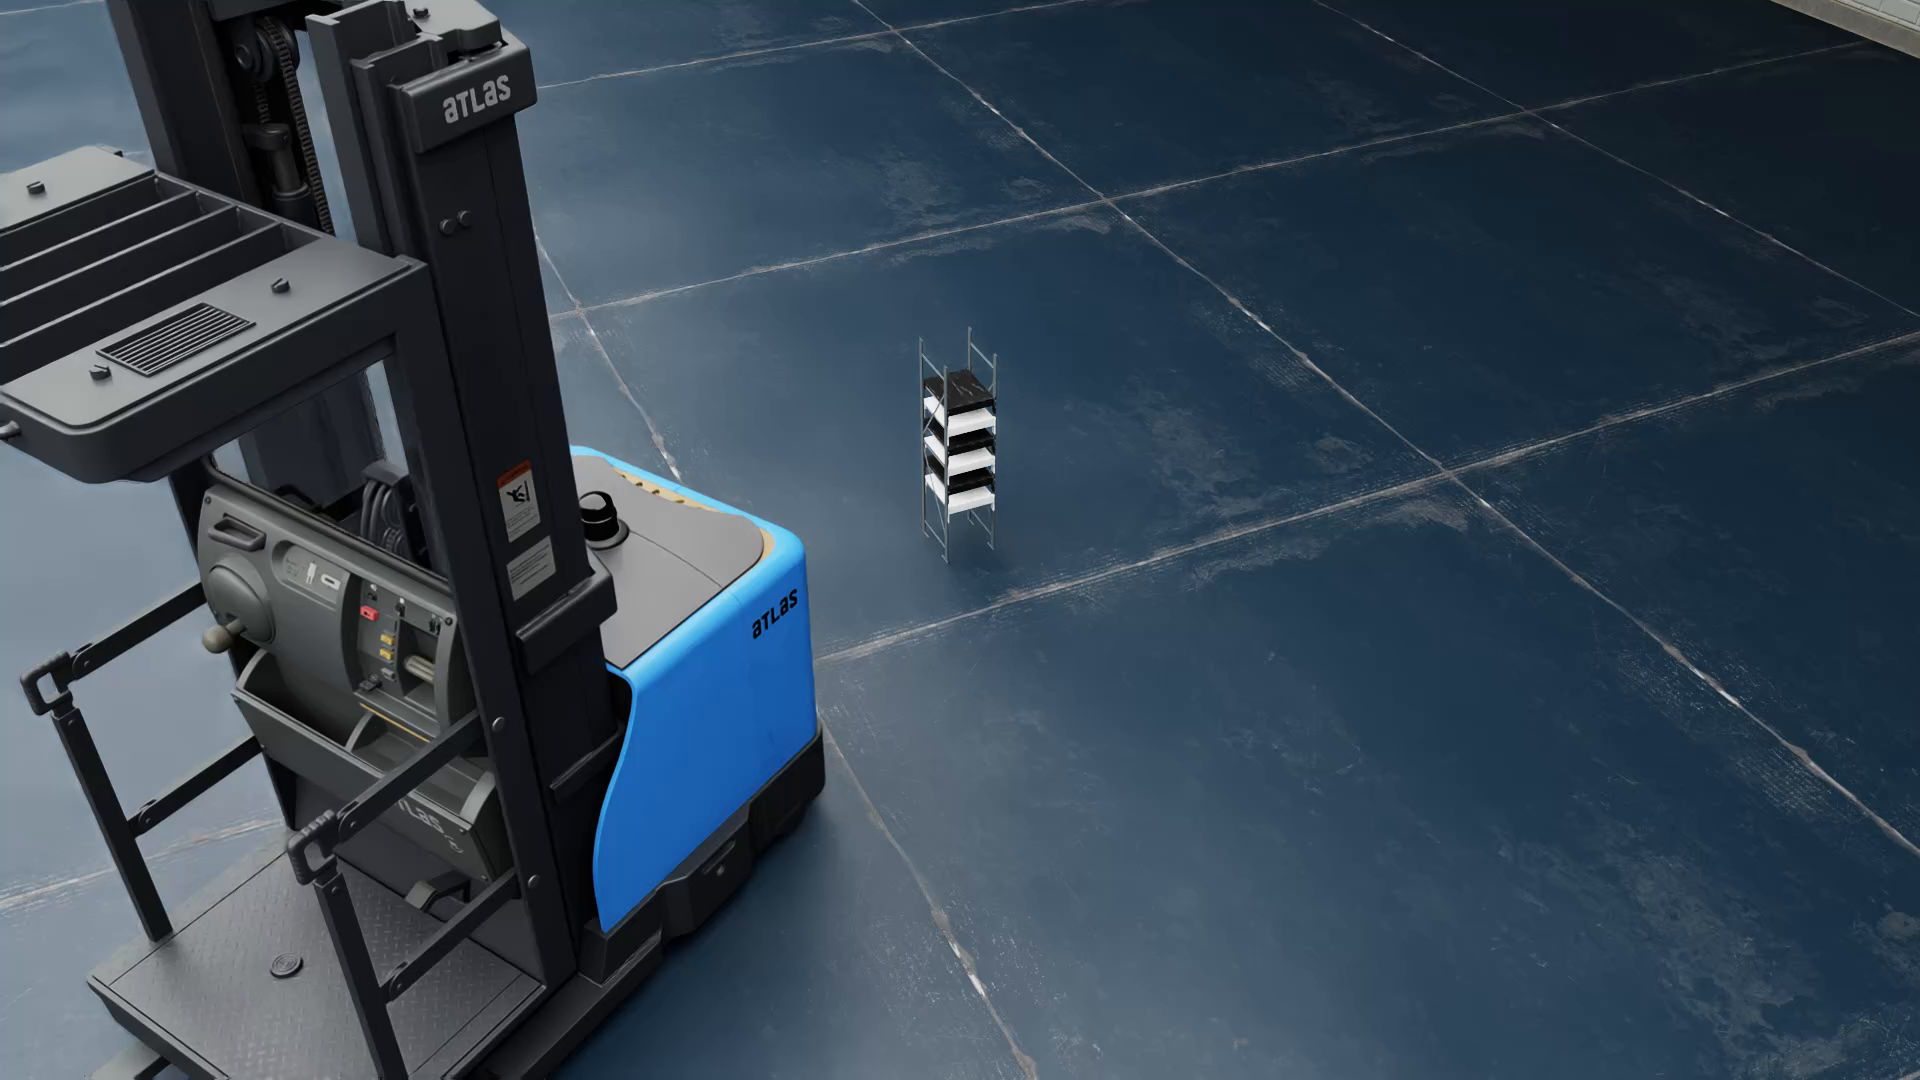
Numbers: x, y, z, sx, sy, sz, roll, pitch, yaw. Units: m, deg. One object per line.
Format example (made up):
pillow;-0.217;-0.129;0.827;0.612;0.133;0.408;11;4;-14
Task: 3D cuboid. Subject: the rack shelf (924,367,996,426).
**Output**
rack shelf;-0.007;-0.549;6.338;0.200;0.077;0.258;-16;39;-20

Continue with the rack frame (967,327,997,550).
rack frame;0.085;-0.385;6.514;0.006;0.900;0.240;-16;39;-20

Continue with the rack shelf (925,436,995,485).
rack shelf;-0.007;-0.333;6.499;0.200;0.077;0.258;-16;39;-20

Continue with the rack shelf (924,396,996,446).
rack shelf;-0.007;-0.477;6.392;0.200;0.077;0.258;-16;39;-20

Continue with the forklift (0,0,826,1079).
forklift;-1.682;0.246;3.957;1.130;2.935;3.031;22;42;26

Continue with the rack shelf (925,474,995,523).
rack shelf;-0.007;-0.188;6.606;0.200;0.077;0.258;-16;39;-20

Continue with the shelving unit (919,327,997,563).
shelving unit;-0.007;-0.359;6.479;0.210;0.900;0.258;-16;39;-20

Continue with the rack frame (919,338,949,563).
rack frame;-0.099;-0.334;6.444;0.006;0.900;0.240;-16;39;-20

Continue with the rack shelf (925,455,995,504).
rack shelf;-0.007;-0.260;6.553;0.200;0.077;0.258;-16;39;-20

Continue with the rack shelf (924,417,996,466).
rack shelf;-0.007;-0.405;6.445;0.200;0.077;0.258;-16;39;-20
